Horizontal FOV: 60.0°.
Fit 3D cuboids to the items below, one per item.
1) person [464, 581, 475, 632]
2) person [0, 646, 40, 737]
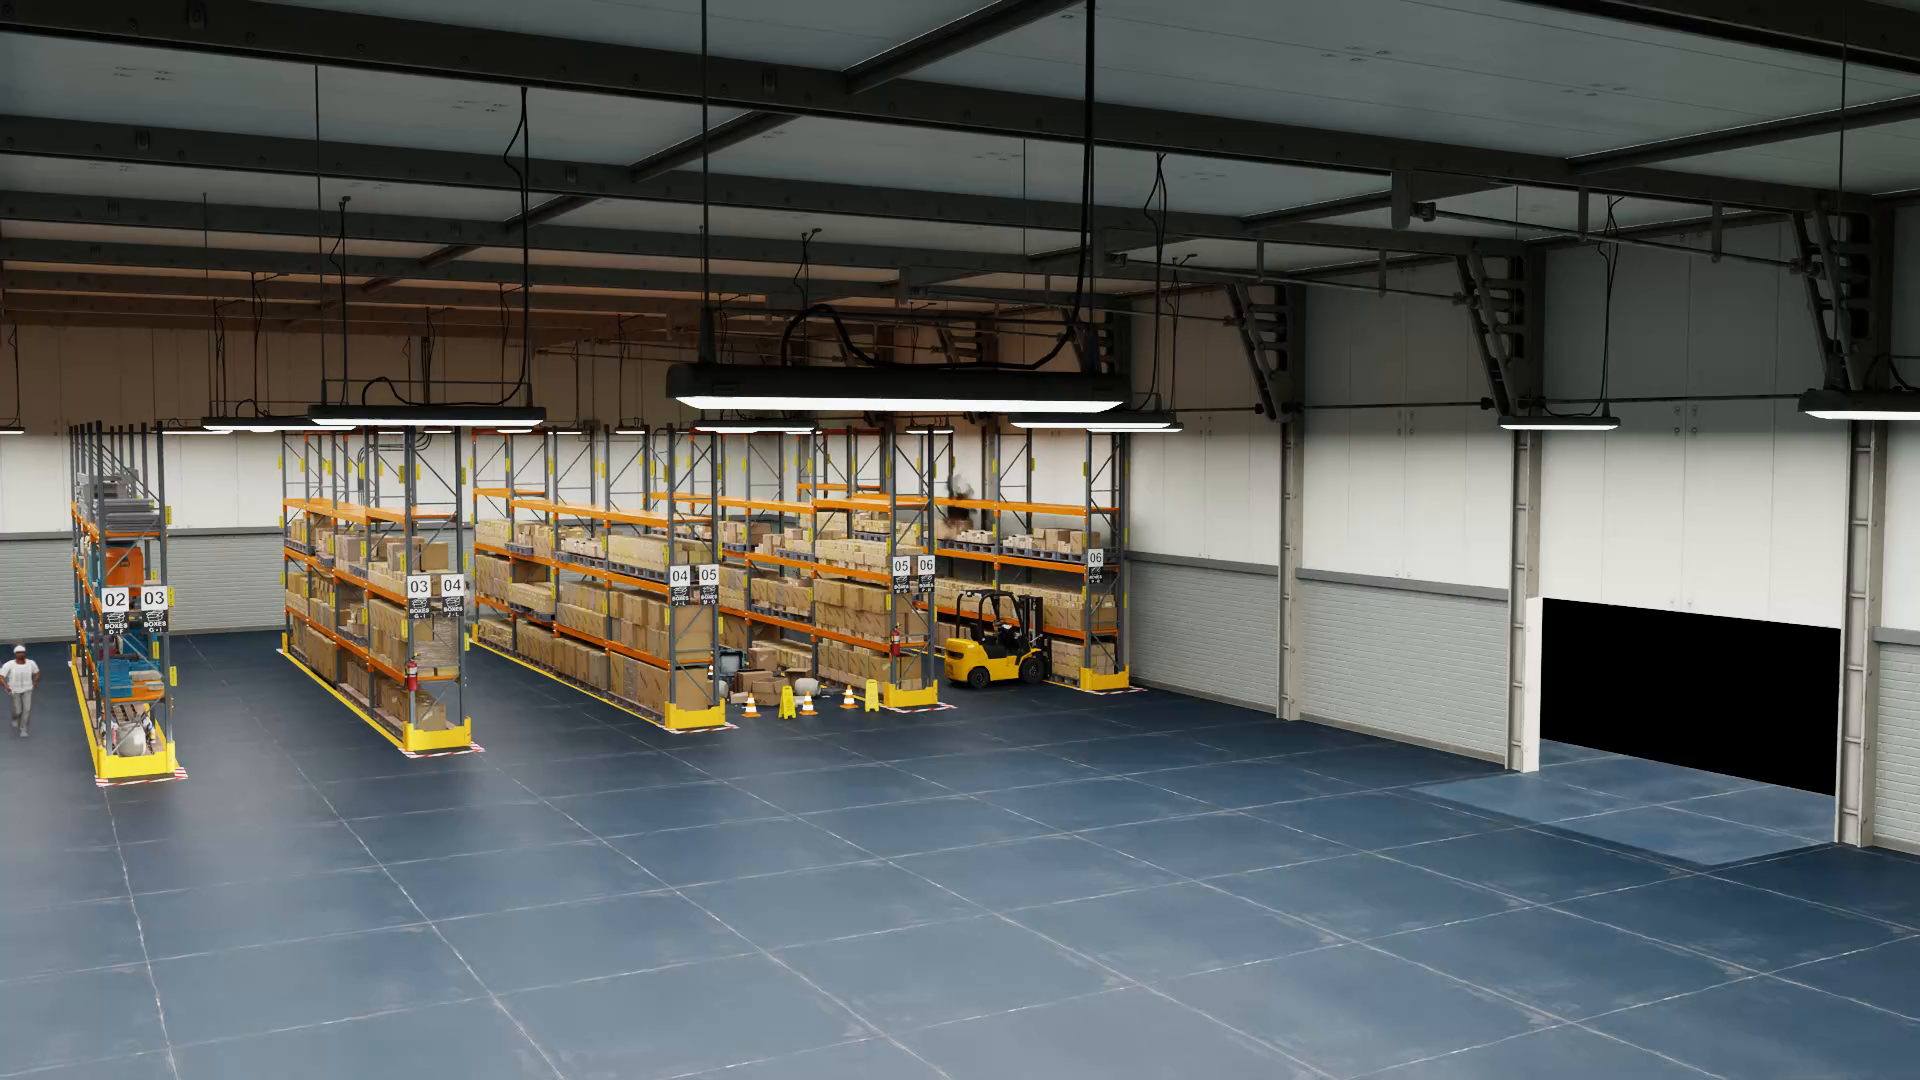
[{"bbox_3d":[-14.167,1.978,47.762,0.669,1.618,0.605,-2,4,-26],"label":"person"},{"bbox_3d":[-17.976,2.884,31.835,0.718,1.735,0.782,-3,5,-41],"label":"person"}]
